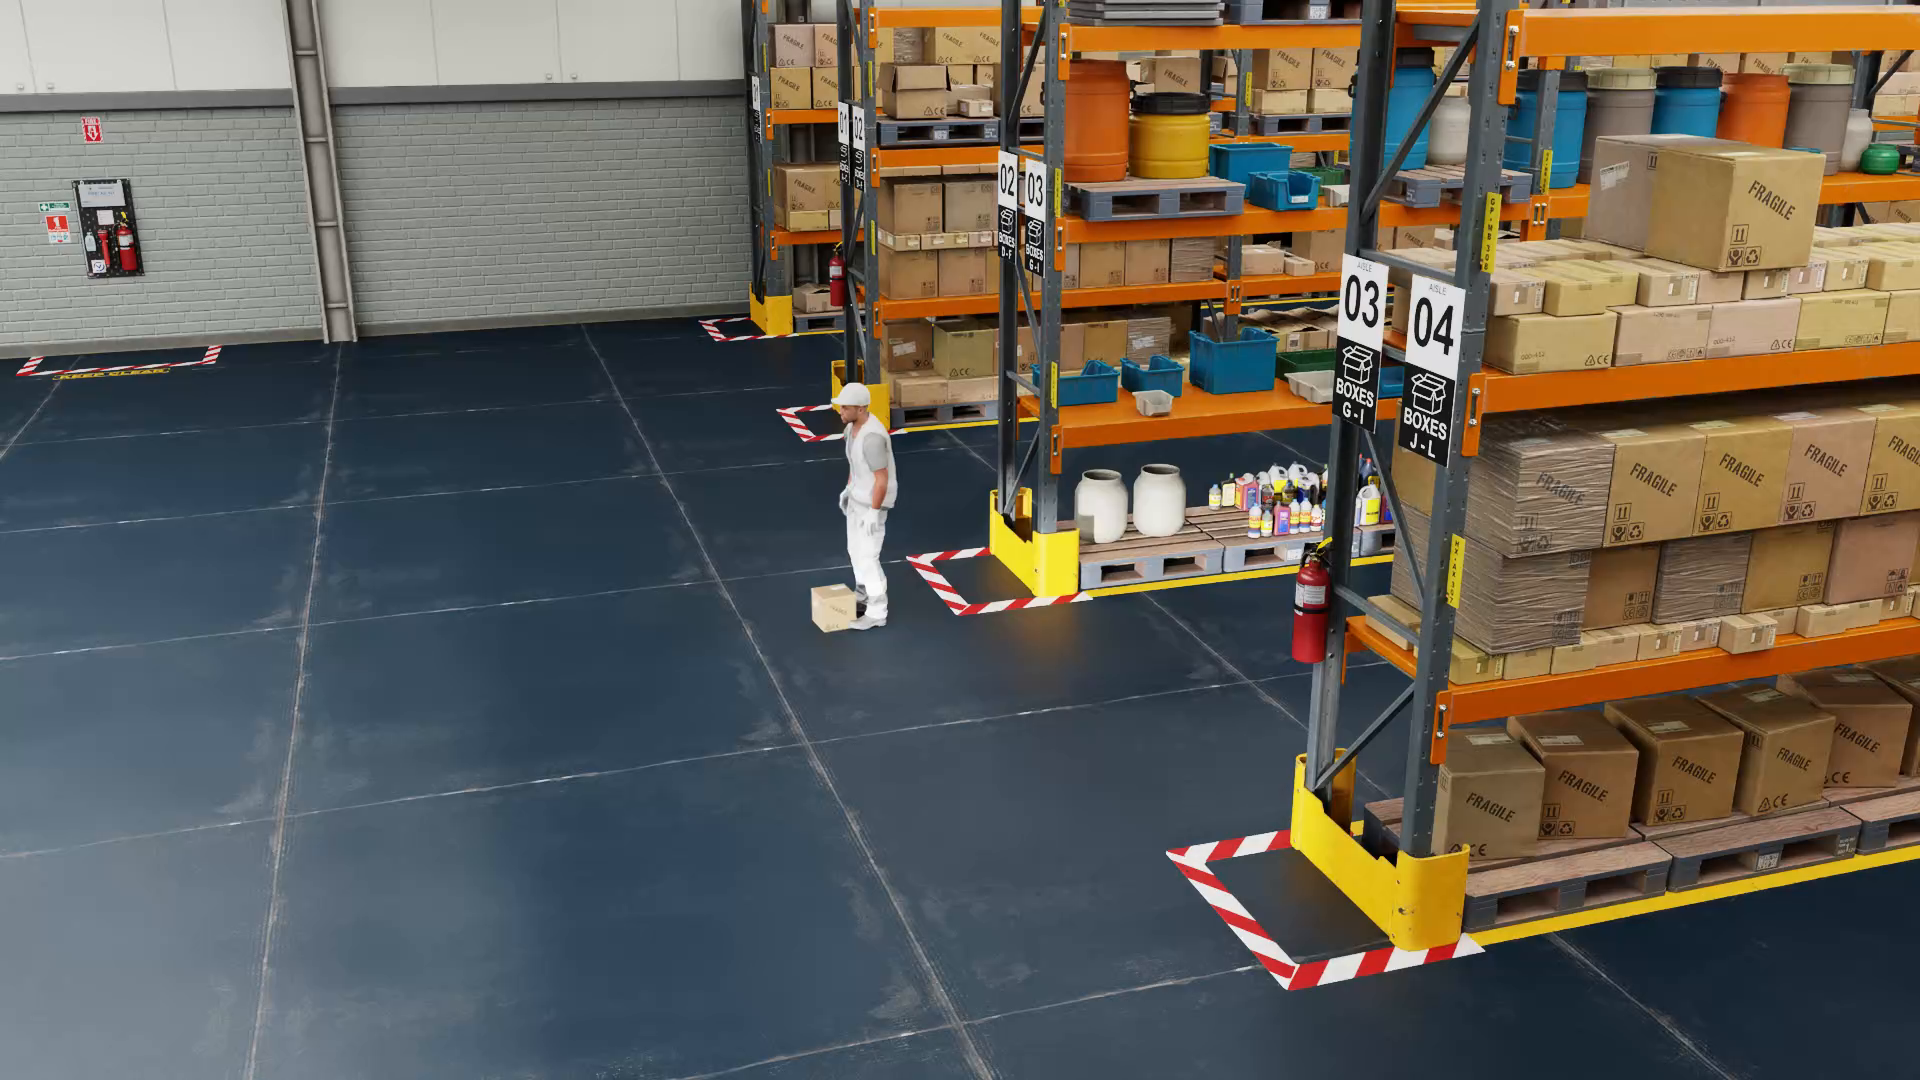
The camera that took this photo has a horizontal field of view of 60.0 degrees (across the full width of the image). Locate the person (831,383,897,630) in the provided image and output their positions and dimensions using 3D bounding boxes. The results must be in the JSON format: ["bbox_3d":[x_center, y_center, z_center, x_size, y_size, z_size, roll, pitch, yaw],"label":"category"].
[{"bbox_3d":[-0.684,-0.253,11.773,0.445,1.781,0.622,-7,20,-20],"label":"person"}]
